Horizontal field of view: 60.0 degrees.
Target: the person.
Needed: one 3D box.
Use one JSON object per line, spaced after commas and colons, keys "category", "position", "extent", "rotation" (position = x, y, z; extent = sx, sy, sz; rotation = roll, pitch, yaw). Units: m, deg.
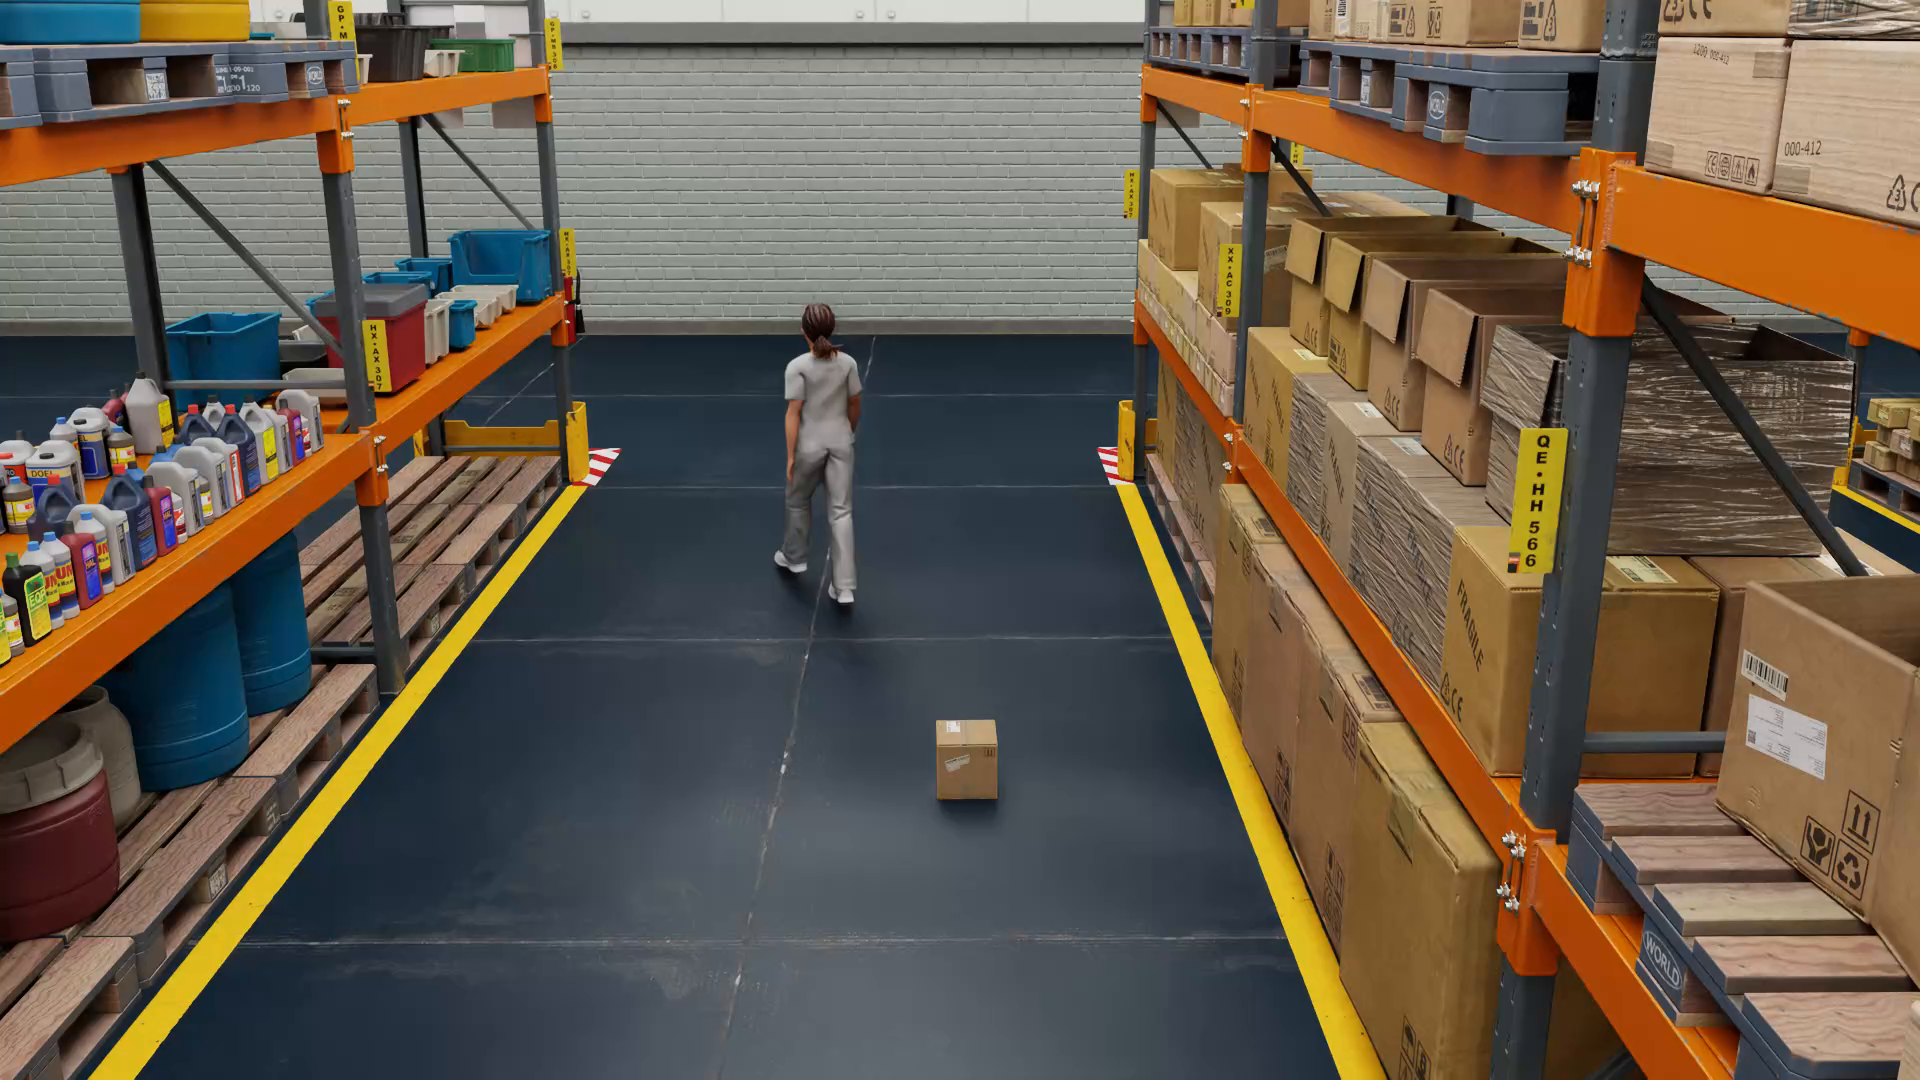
{"category": "person", "position": [-0.782, -0.531, 9.228], "extent": [0.471, 1.611, 0.985], "rotation": [-6, 18, -19]}
